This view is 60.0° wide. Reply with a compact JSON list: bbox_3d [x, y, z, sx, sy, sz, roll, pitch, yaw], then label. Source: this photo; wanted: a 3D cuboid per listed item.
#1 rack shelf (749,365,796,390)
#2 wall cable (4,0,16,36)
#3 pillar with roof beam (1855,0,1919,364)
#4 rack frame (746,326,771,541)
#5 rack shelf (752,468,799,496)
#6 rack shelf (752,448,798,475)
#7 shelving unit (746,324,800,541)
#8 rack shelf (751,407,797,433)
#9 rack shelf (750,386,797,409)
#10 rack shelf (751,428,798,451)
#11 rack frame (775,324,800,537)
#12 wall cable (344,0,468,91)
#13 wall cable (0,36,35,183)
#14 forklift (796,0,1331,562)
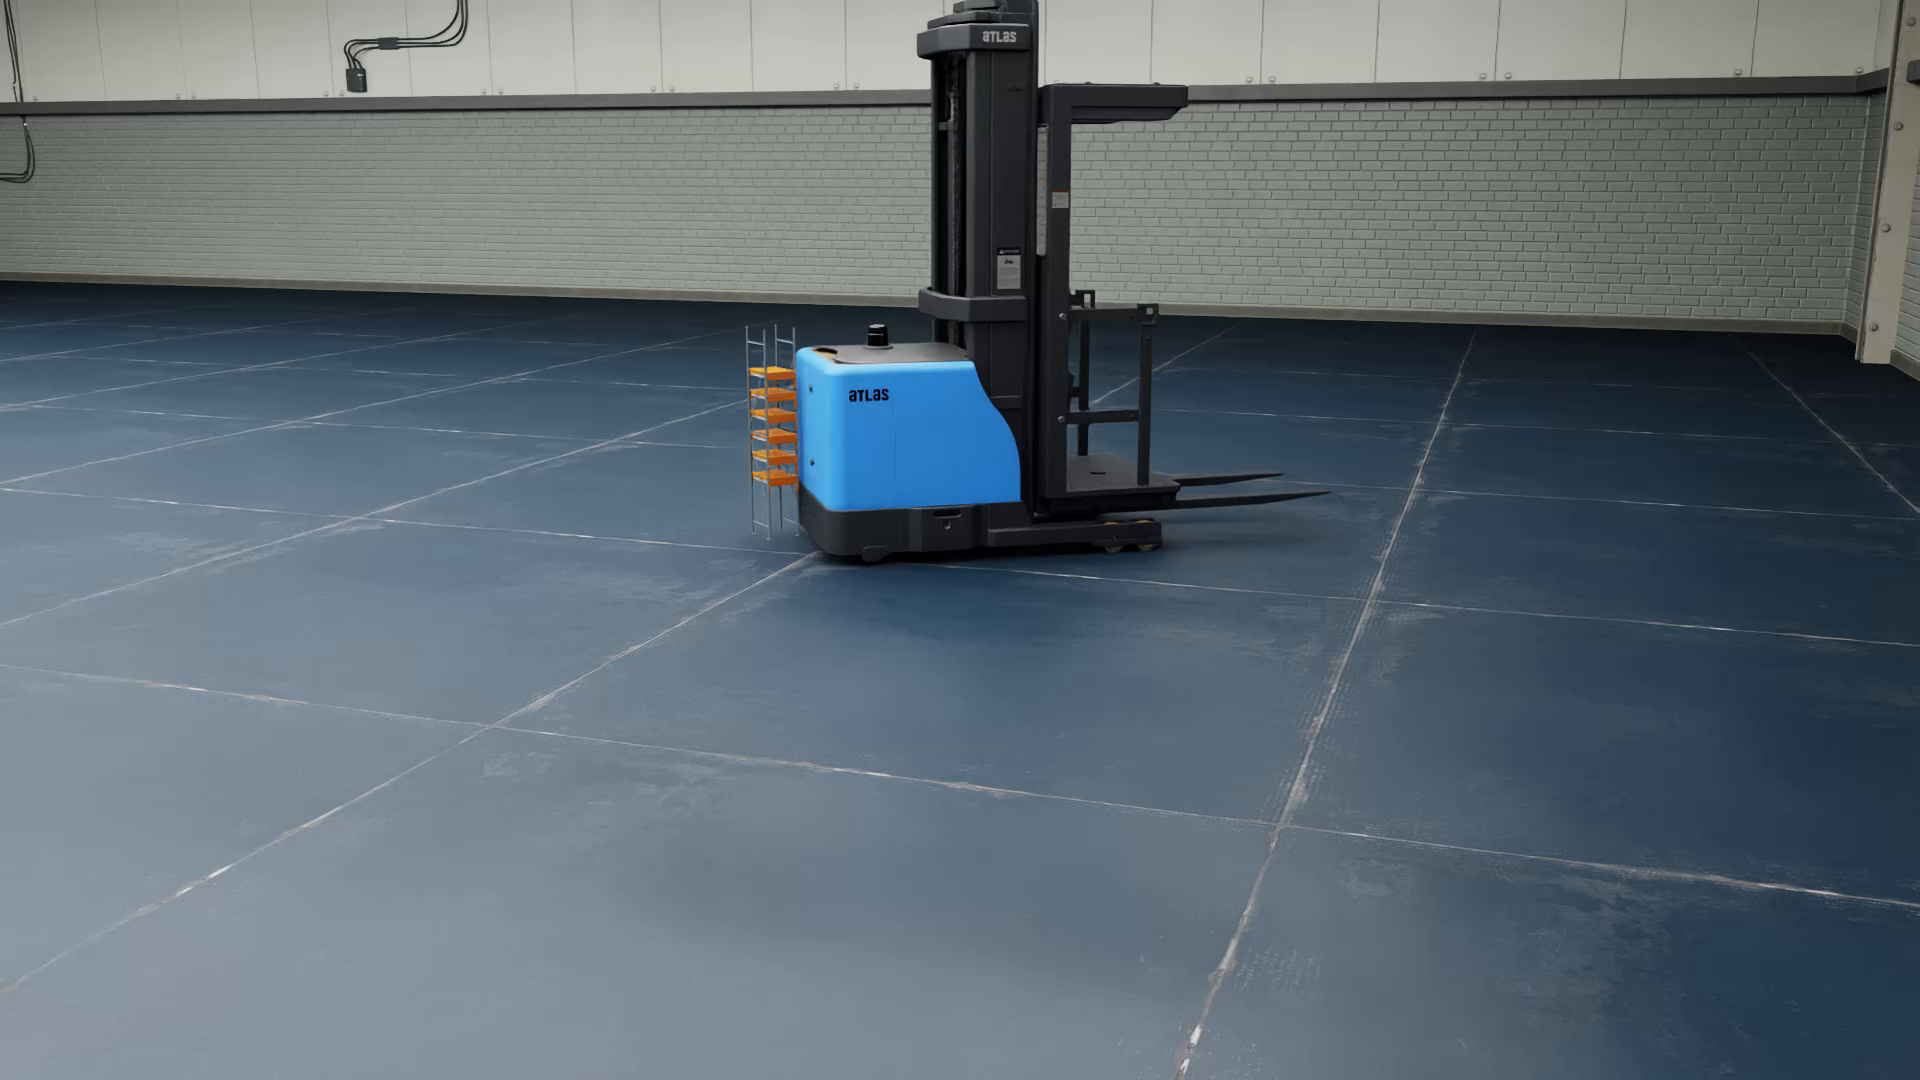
[{"bbox_3d":[-1.065,-0.919,9.398,0.180,0.103,0.258,-8,15,-32],"label":"rack shelf"},{"bbox_3d":[-15.186,-9.862,28.101,3.097,2.526,0.112,4,14,18],"label":"wall cable"},{"bbox_3d":[5.782,-6.625,18.292,9.100,9.000,0.400,4,14,18],"label":"pillar with roof beam"},{"bbox_3d":[-1.142,-0.600,9.420,0.006,1.200,0.240,-8,15,-32],"label":"rack frame"},{"bbox_3d":[-1.065,-0.334,9.532,0.180,0.103,0.258,-8,15,-32],"label":"rack shelf"},{"bbox_3d":[-1.065,-0.451,9.505,0.180,0.103,0.258,-8,15,-32],"label":"rack shelf"},{"bbox_3d":[-1.065,-0.611,9.469,0.189,1.200,0.258,-8,15,-32],"label":"shelving unit"},{"bbox_3d":[-1.065,-0.685,9.452,0.180,0.103,0.258,-8,15,-32],"label":"rack shelf"},{"bbox_3d":[-1.065,-0.802,9.425,0.180,0.103,0.258,-8,15,-32],"label":"rack shelf"},{"bbox_3d":[-1.065,-0.568,9.478,0.180,0.103,0.258,-8,15,-32],"label":"rack shelf"},{"bbox_3d":[-0.988,-0.622,9.517,0.006,1.200,0.240,-8,15,-32],"label":"rack frame"},{"bbox_3d":[-8.768,-10.079,25.783,2.305,6.003,0.169,4,14,18],"label":"wall cable"},{"bbox_3d":[-17.746,-7.594,29.516,3.097,2.526,0.112,4,14,18],"label":"wall cable"},{"bbox_3d":[0.625,-1.473,9.356,3.031,2.935,1.130,-4,13,-15],"label":"forklift"}]
